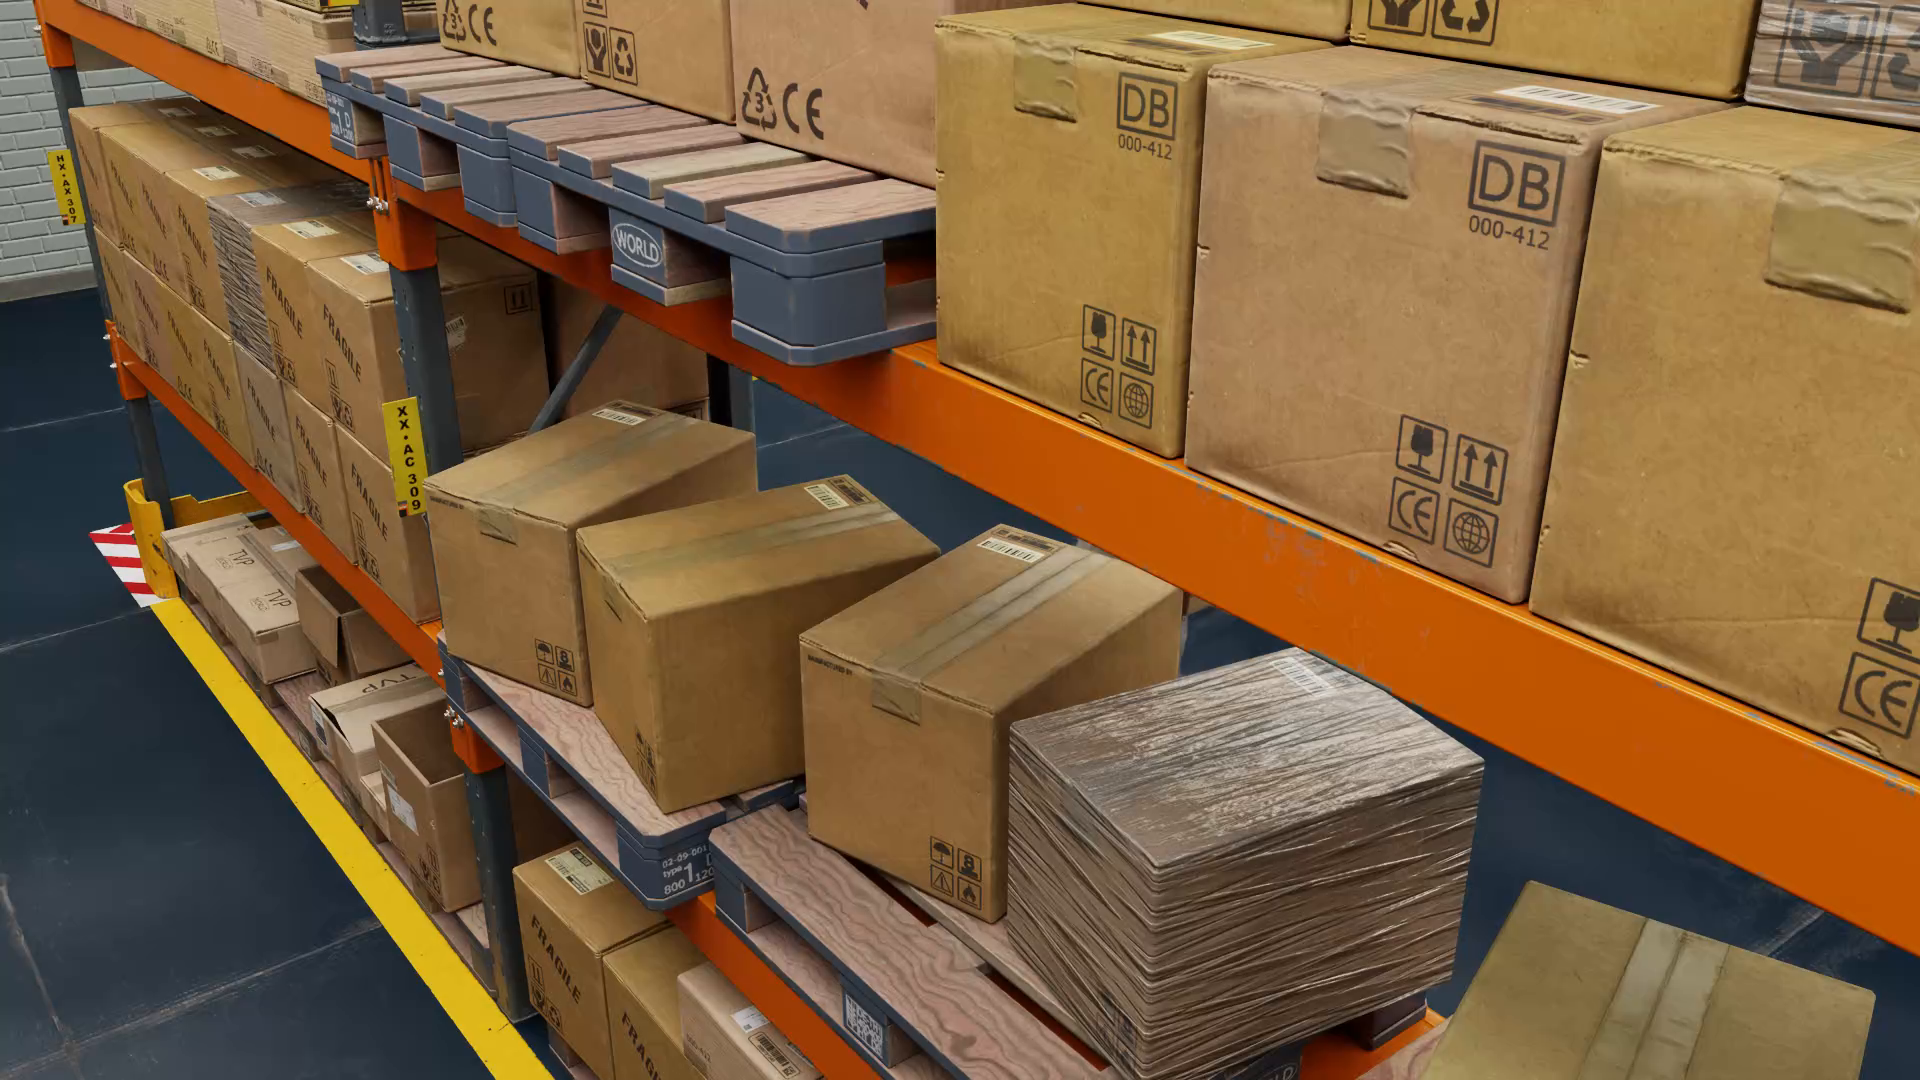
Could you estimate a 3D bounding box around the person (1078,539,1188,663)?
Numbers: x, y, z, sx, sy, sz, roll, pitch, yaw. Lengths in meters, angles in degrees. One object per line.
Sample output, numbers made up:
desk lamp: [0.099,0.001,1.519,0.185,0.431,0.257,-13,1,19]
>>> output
person: [0.735,0.120,6.360,0.452,1.661,0.553,-19,31,-35]
